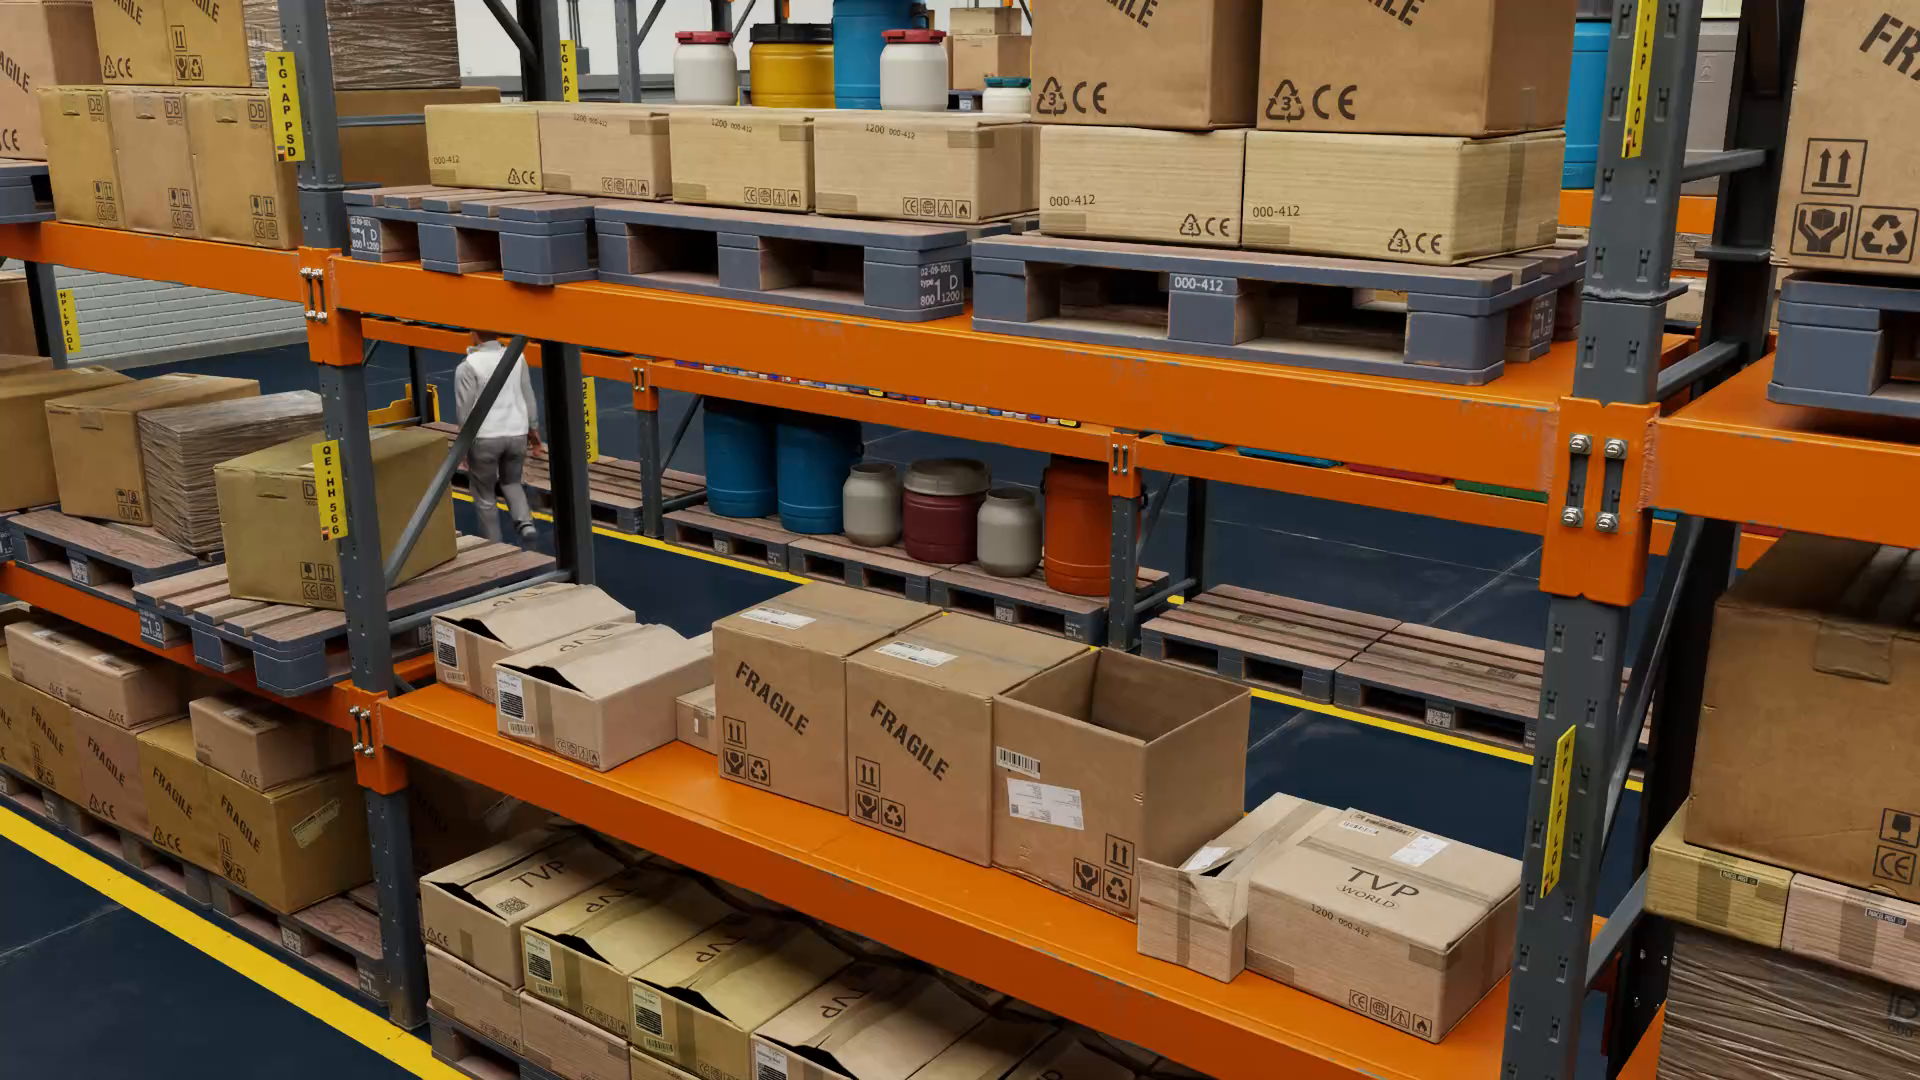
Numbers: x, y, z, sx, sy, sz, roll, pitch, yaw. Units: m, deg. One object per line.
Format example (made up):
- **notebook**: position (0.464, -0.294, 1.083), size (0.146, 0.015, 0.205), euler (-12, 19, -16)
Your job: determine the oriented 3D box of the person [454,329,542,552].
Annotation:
- **person**: position (-3.122, -0.699, 11.277), size (0.573, 1.763, 0.514), euler (-14, 22, -40)
